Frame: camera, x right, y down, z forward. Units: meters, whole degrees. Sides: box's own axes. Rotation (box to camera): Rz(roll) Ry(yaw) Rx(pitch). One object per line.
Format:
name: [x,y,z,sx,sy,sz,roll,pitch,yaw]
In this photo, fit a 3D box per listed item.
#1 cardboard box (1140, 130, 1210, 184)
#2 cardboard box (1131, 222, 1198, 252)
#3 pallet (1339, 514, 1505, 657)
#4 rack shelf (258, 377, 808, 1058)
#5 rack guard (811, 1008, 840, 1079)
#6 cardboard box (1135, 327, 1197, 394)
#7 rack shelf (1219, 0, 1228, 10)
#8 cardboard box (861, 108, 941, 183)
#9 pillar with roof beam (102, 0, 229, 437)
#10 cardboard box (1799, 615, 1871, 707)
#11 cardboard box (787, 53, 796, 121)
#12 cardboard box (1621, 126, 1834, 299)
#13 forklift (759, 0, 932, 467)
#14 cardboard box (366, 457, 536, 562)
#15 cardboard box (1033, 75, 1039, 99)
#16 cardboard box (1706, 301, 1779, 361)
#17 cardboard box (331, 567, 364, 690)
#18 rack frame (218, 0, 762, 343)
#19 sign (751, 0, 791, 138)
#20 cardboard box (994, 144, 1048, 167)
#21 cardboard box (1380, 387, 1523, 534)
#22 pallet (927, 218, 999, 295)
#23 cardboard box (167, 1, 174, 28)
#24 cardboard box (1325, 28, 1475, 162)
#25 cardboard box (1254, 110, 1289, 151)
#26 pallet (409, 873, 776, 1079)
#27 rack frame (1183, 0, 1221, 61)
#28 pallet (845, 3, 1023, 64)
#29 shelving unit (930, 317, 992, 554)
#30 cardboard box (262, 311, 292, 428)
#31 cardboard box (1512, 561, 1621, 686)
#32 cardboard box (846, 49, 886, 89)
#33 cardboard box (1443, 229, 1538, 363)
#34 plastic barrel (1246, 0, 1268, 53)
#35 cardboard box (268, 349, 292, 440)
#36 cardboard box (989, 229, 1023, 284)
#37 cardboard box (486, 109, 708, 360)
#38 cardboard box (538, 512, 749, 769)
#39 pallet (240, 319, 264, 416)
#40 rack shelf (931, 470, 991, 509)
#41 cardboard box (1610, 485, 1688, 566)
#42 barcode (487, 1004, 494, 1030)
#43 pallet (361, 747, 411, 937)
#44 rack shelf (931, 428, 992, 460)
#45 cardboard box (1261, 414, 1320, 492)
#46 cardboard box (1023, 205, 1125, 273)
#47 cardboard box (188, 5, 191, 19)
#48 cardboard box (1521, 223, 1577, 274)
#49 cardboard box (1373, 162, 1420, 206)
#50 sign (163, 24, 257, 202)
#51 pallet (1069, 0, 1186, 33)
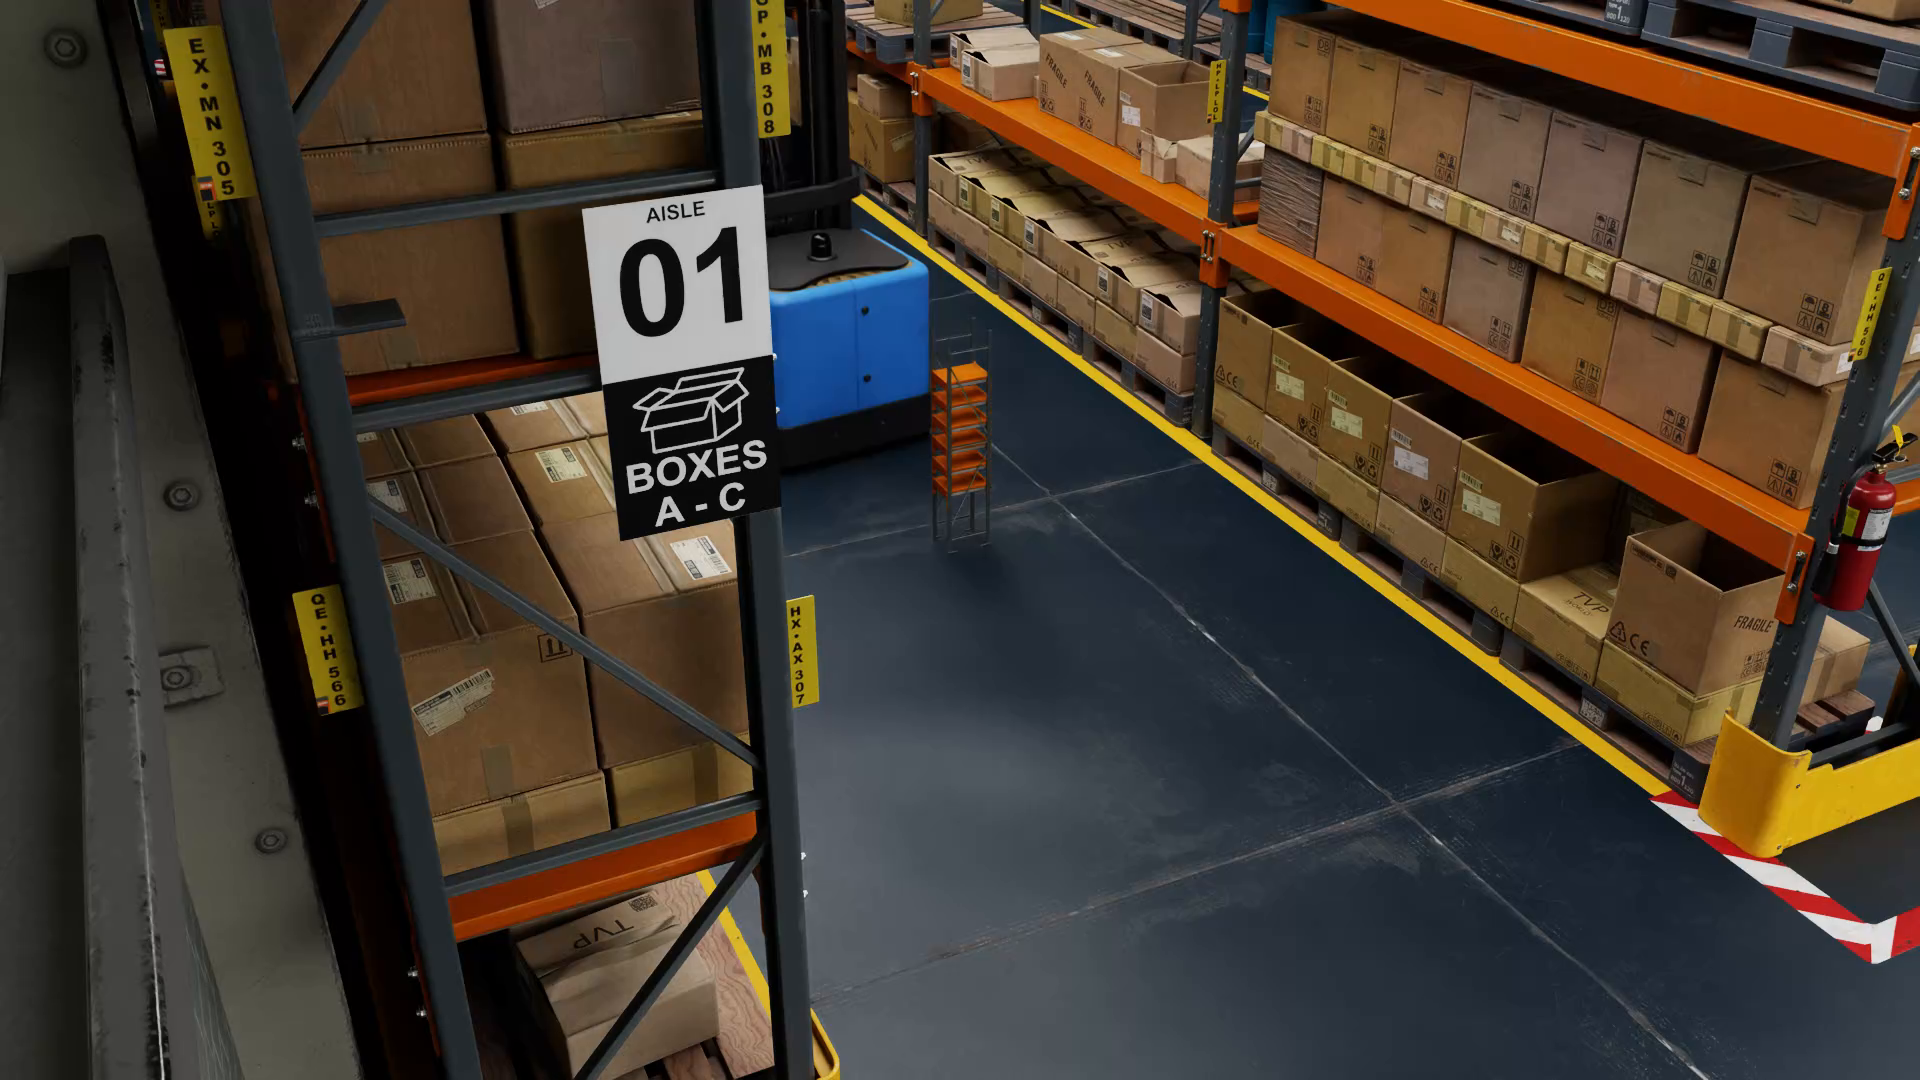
cardboard box: [1.306,-2.316,9.951,0.396,0.266,0.258,-14,32,-23]
cardboard box: [1.463,-1.939,10.950,0.500,0.311,0.500,-14,32,-24]
pallet: [2.681,0.091,8.372,1.003,0.211,1.213,-13,32,-22]
rack shelf: [-1.765,0.214,6.037,1.077,0.370,4.000,-13,32,-22]
rack guard: [-0.939,1.840,4.957,1.175,0.500,0.348,-13,32,-22]
cardboard box: [1.409,-1.131,10.083,0.500,0.250,0.500,-13,32,-22]
rack shelf: [0.991,-3.903,10.312,1.077,0.370,4.000,-13,32,-22]
cardboard box: [-0.481,-3.258,13.598,0.500,0.500,0.500,-12,31,-20]
pillar with roof beam: [-0.675,-5.515,9.385,9.100,9.000,0.400,-13,32,-22]
cardboard box: [3.537,0.474,7.219,0.500,0.250,0.500,-13,32,-22]
cardboard box: [-1.359,-4.163,15.212,0.500,0.500,0.500,-13,32,-21]
cardboard box: [3.124,-1.331,6.628,0.700,0.500,0.500,-14,32,-23]
forklift: [-1.355,-2.368,9.976,1.130,2.935,3.031,-17,33,-27]
cardboard box: [-1.507,0.125,4.826,0.500,0.500,0.500,-13,32,-21]
cardboard box: [0.730,-3.131,11.524,0.380,0.149,0.250,-11,31,-18]
cardboard box: [3.117,-0.829,6.396,0.380,0.149,0.250,-12,32,-21]
cardboard box: [-1.734,0.226,5.413,0.500,0.250,0.500,-13,32,-22]
rack frame: [-0.906,-1.833,2.818,1.000,3.000,0.127,-13,32,-22]
sign: [-0.416,-1.020,3.542,0.100,0.325,0.005,-13,32,-22]
cardboard box: [0.579,-2.841,12.558,0.500,0.311,0.500,-12,32,-21]
cardboard box: [2.411,-0.403,8.018,0.500,0.500,0.500,-13,32,-22]
pallet: [0.450,-2.204,12.465,1.003,0.211,1.213,-13,32,-22]
cardboard box: [-4.769,-3.405,10.563,0.500,0.250,0.500,-12,31,-21]
cardboard box: [2.264,-2.217,8.208,0.700,0.500,0.500,-13,32,-22]
cardboard box: [1.790,-2.192,8.827,0.380,0.149,0.250,-13,32,-22]
pallet: [-1.255,1.600,5.681,1.003,0.211,1.213,-13,32,-22]
rack frame: [2.890,-6.597,17.449,1.000,3.000,0.127,-13,32,-22]
pallet: [-0.222,-3.993,13.000,1.213,0.211,1.003,-13,32,-22]
shelving unit: [0.006,-0.517,8.445,0.258,1.200,0.189,-13,32,-22]
cardboard box: [-2.391,-0.773,6.428,0.500,0.500,0.500,-13,32,-22]
cardboard box: [2.844,0.365,7.415,0.500,0.250,0.500,-13,32,-22]
cardboard box: [-0.952,-4.060,14.262,0.500,0.250,0.500,-14,32,-23]
cardboard box: [2.711,-1.194,7.710,0.700,0.500,0.500,-12,31,-21]
plastic barrel: [3.108,-5.621,17.424,0.600,0.901,0.708,-13,32,-22]
cardboard box: [-2.615,-0.674,7.018,0.500,0.250,0.500,-13,32,-21]
cardboard box: [0.537,-2.033,11.690,0.500,0.250,0.500,-14,32,-23]
cardboard box: [-0.824,-0.777,3.880,0.500,0.500,0.500,-12,32,-21]
cardboard box: [-0.839,0.239,4.623,0.500,0.500,0.500,-13,32,-22]
pallet: [-4.006,-1.189,10.654,1.003,0.211,1.213,-13,32,-22]
rack shelf: [0.006,-0.269,8.584,0.258,0.103,0.180,-13,32,-22]
cardboard box: [3.321,-0.073,7.429,0.500,0.500,0.500,-13,32,-22]
barcode: [-1.491,1.512,5.277,0.001,0.075,0.075,-13,32,-22]
pallet: [-1.775,1.062,6.641,1.003,0.211,1.213,-13,32,-22]
rack shelf: [0.006,-0.478,8.467,0.258,0.103,0.180,-13,32,-22]
cardboard box: [1.985,-0.519,8.990,0.500,0.250,0.500,-13,32,-22]
cardboard box: [0.763,-2.045,11.138,0.500,0.311,0.500,-13,32,-23]
cardboard box: [-1.986,-1.395,4.982,0.500,0.500,0.500,-11,31,-19]
cardboard box: [2.673,-1.285,7.210,0.380,0.149,0.250,-12,32,-21]
cardboard box: [2.229,-1.741,8.023,0.380,0.149,0.250,-14,32,-24]
sign: [-1.416,-0.803,3.144,0.100,0.325,0.005,-13,32,-22]
pallet: [2.012,-6.238,19.658,1.003,0.211,1.213,-13,32,-22]
